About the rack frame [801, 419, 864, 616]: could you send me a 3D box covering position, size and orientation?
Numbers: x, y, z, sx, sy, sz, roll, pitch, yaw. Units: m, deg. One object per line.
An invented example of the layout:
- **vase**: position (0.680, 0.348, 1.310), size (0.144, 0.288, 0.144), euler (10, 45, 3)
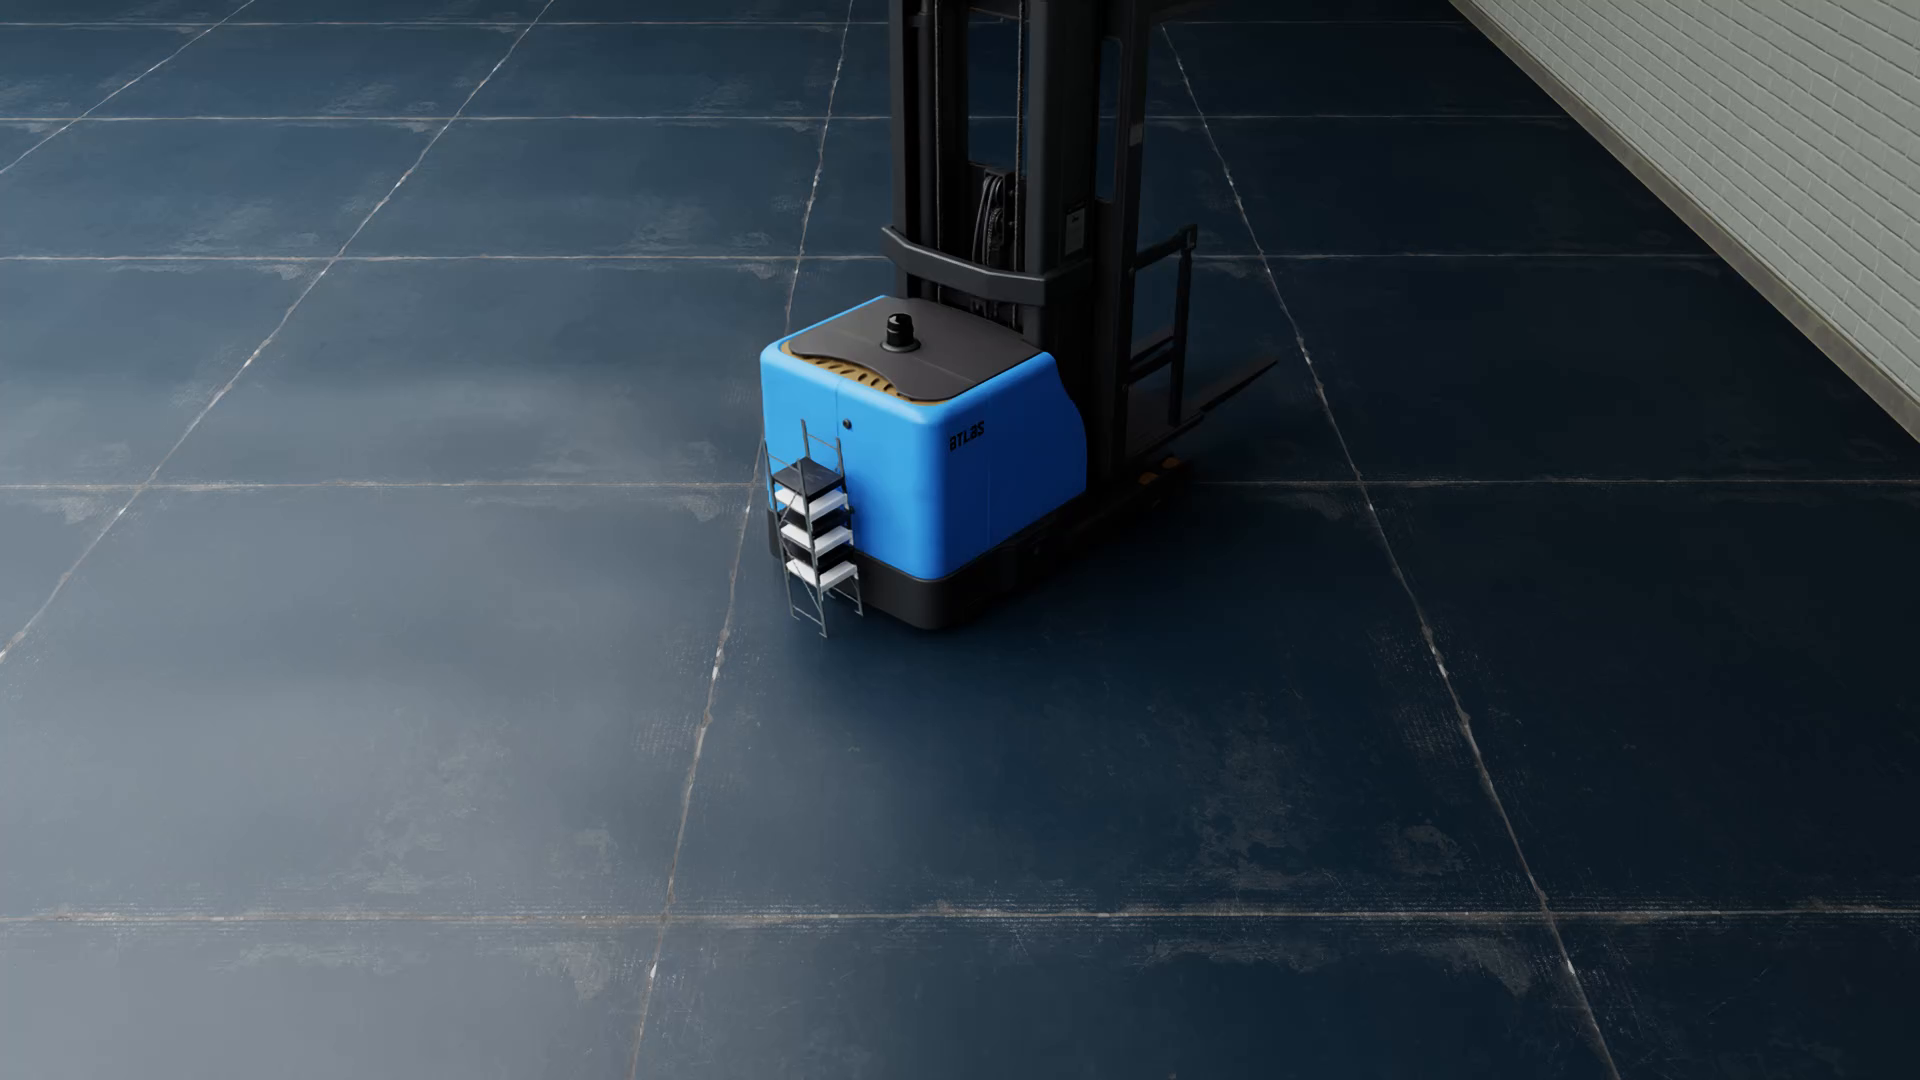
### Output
- **rack frame**: position (-0.533, -0.084, 6.985), size (0.006, 0.900, 0.240), euler (-32, 43, -33)

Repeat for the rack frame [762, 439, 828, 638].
- **rack frame**: position (-0.679, 0.006, 6.875), size (0.006, 0.900, 0.240), euler (-32, 43, -33)

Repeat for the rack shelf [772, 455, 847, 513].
- **rack shelf**: position (-0.623, -0.232, 6.793), size (0.200, 0.077, 0.258), euler (-32, 43, -33)

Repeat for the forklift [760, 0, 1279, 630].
- **forklift**: position (0.477, -1.564, 7.503), size (1.130, 2.935, 3.031), euler (24, 39, 34)

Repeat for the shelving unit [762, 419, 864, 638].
- **shelving unit**: position (-0.606, -0.039, 6.930), size (0.210, 0.900, 0.258), euler (-32, 43, -33)

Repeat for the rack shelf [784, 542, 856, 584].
- **rack shelf**: position (-0.597, 0.061, 7.001), size (0.200, 0.077, 0.258), euler (-32, 43, -33)

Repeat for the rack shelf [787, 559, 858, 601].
- **rack shelf**: position (-0.590, 0.135, 7.053), size (0.200, 0.077, 0.258), euler (-32, 43, -33)

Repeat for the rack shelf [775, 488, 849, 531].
- **rack shelf**: position (-0.617, -0.158, 6.845), size (0.200, 0.077, 0.258), euler (-32, 43, -33)

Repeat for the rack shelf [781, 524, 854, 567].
- **rack shelf**: position (-0.604, -0.012, 6.949), size (0.200, 0.077, 0.258), euler (-32, 43, -33)

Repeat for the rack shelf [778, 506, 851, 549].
- **rack shelf**: position (-0.610, -0.085, 6.897), size (0.200, 0.077, 0.258), euler (-32, 43, -33)
